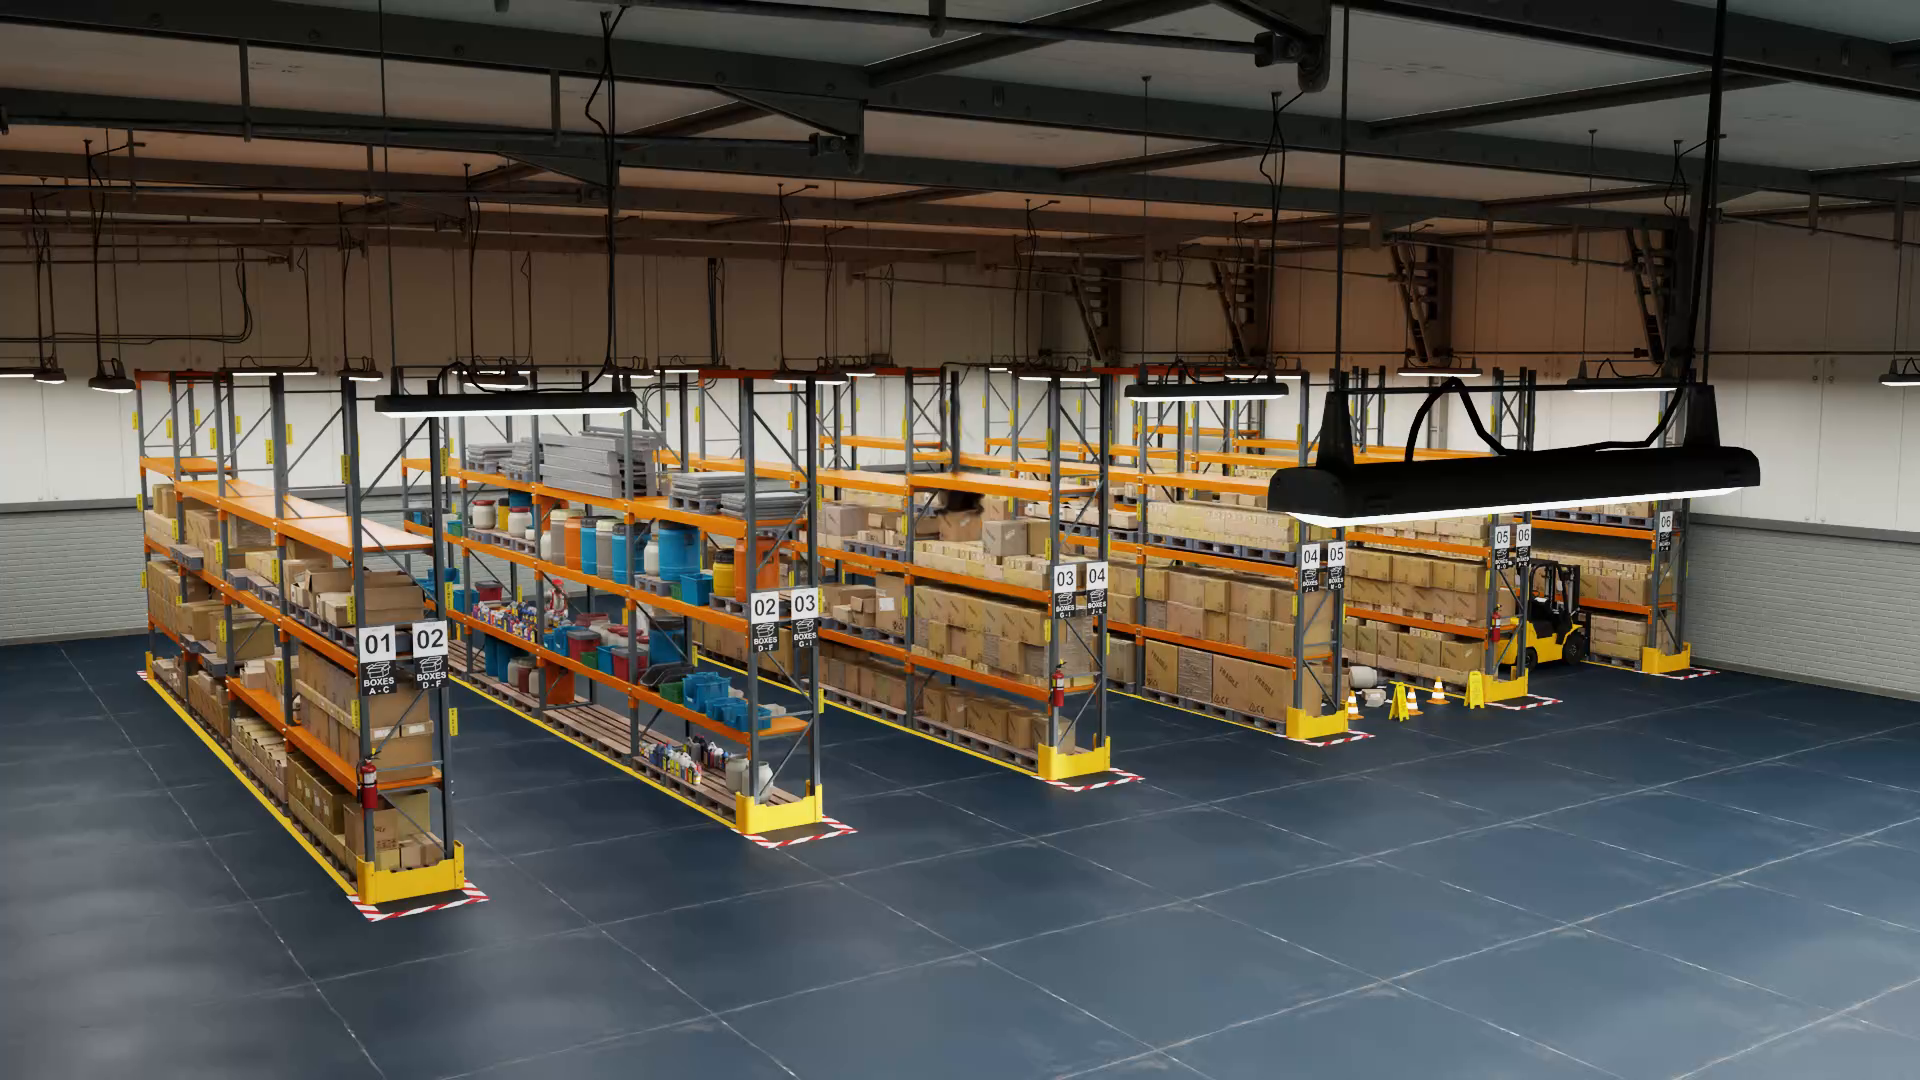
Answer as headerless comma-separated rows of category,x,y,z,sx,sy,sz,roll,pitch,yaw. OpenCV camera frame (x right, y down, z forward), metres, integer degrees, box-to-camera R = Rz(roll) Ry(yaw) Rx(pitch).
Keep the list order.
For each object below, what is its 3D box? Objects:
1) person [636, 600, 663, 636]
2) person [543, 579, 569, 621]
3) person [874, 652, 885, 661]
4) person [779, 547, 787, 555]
person,-6.536,1.614,34.270,0.631,1.731,0.954,-5,8,-37
person,-8.375,1.622,34.398,0.655,1.710,0.789,-4,8,-32
person,-1.626,1.868,33.359,0.537,1.413,0.633,-4,8,-35
person,-4.520,1.038,40.259,0.760,1.603,0.857,3,7,24
